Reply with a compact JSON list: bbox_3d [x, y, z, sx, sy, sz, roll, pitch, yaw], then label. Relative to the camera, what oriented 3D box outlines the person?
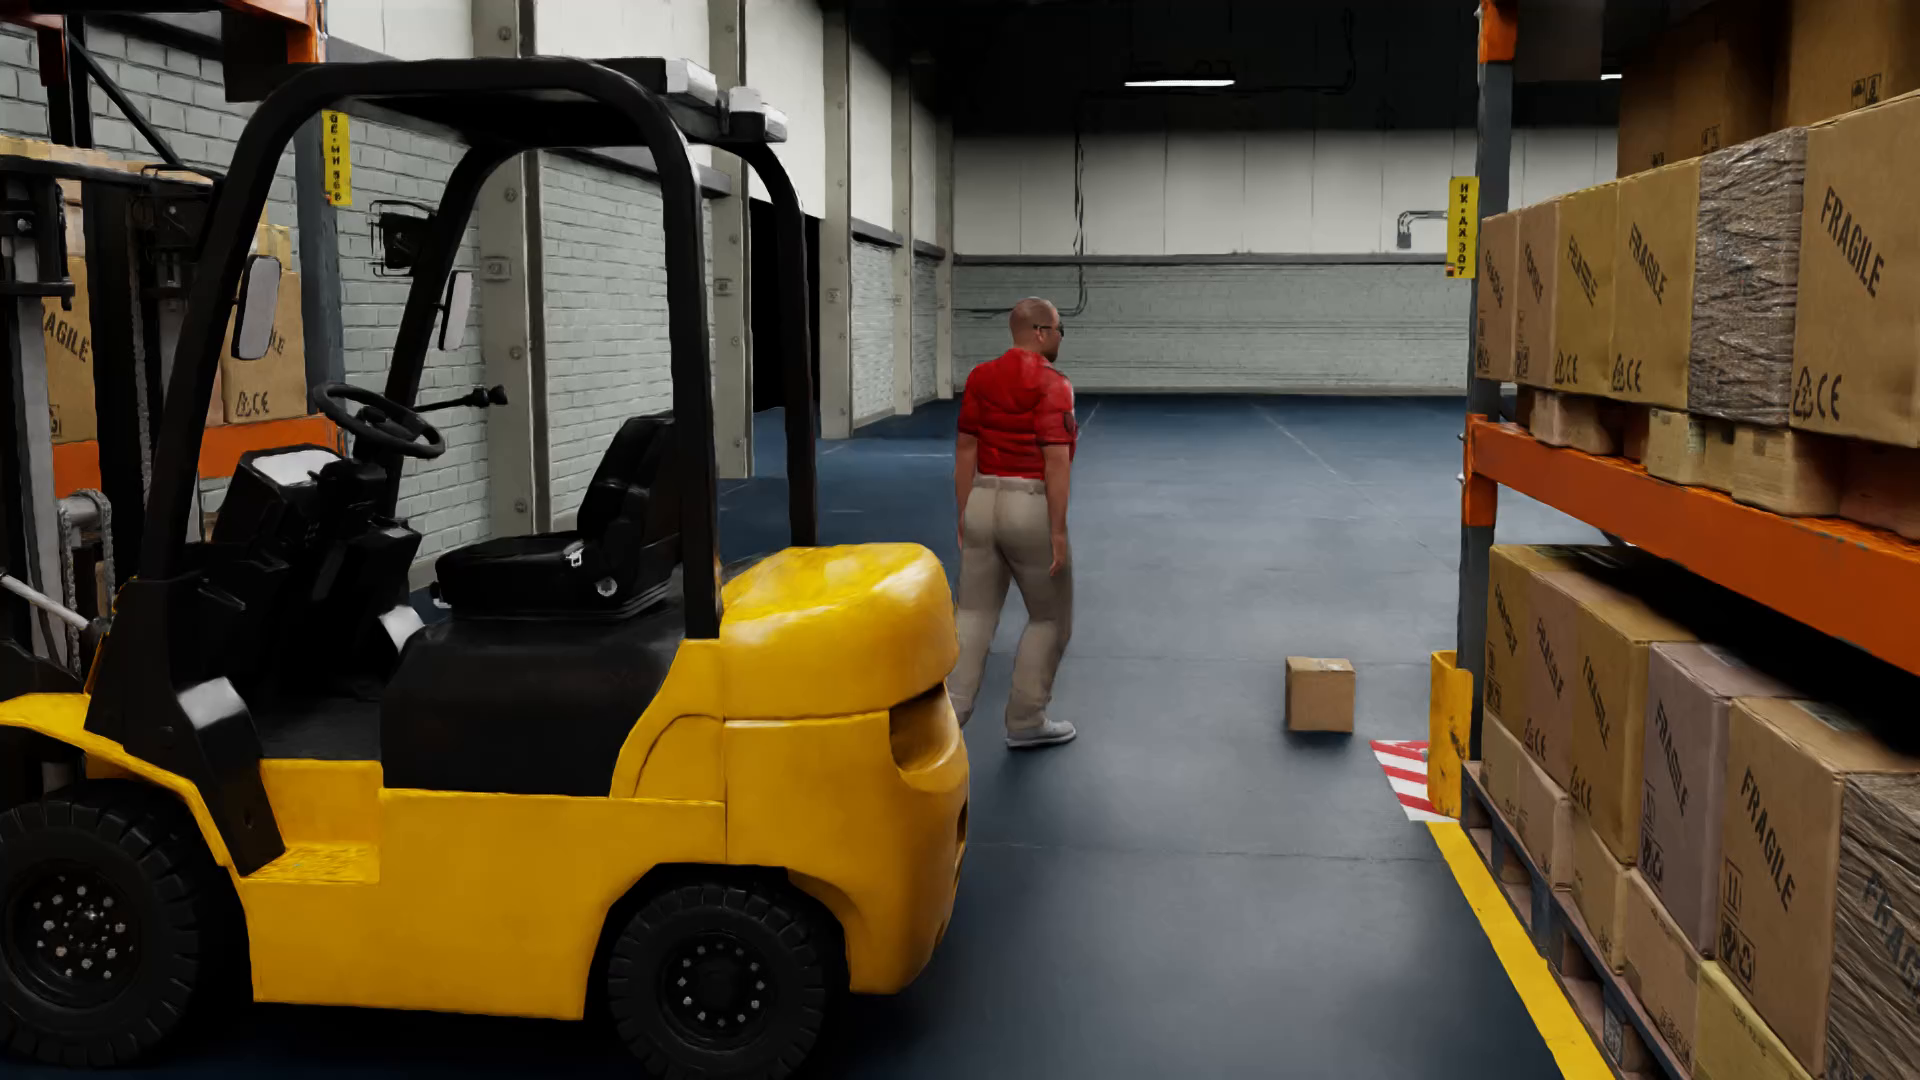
[{"bbox_3d":[0.178,-0.057,6.305,0.570,1.713,0.584,6,10,39],"label":"person"}]
